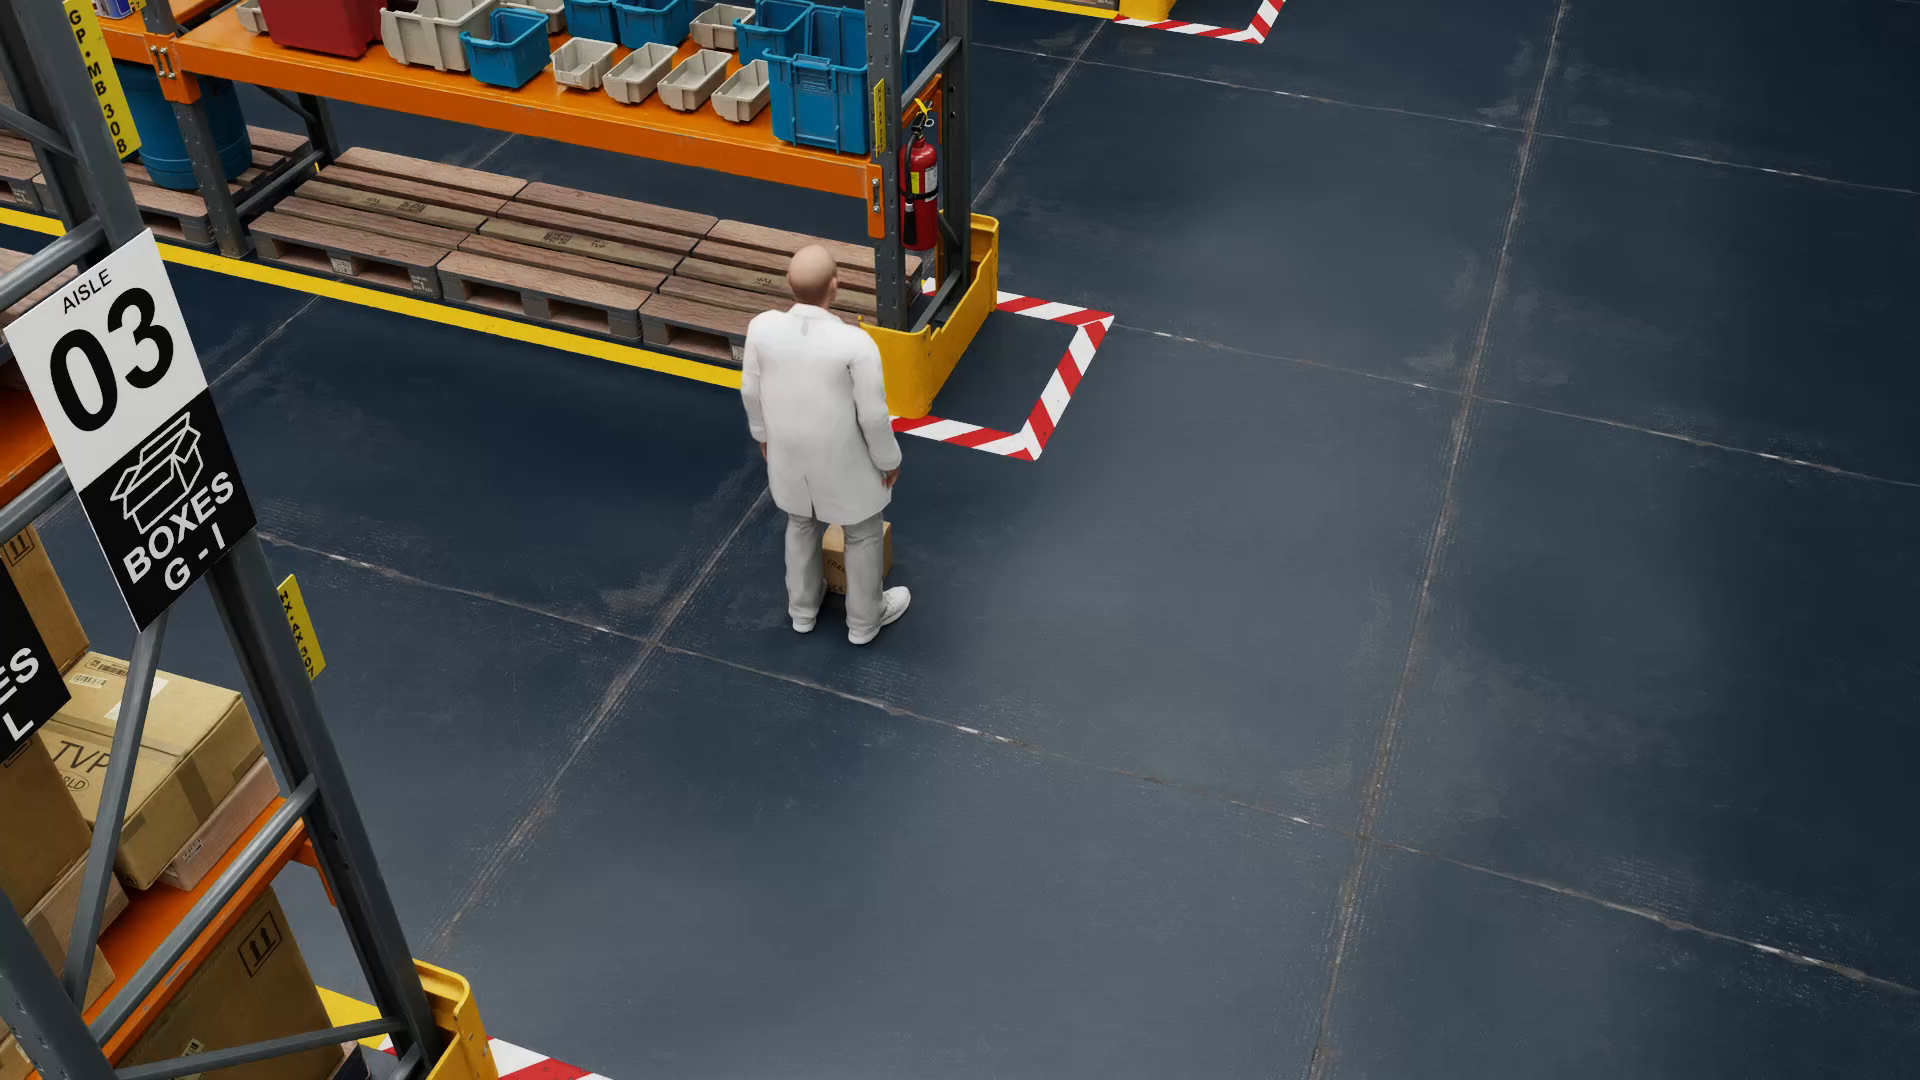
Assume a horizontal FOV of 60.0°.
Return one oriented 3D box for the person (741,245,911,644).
[{"bbox_3d":[-0.536,-0.353,6.576,0.643,1.774,0.423,14,43,15],"label":"person"}]
